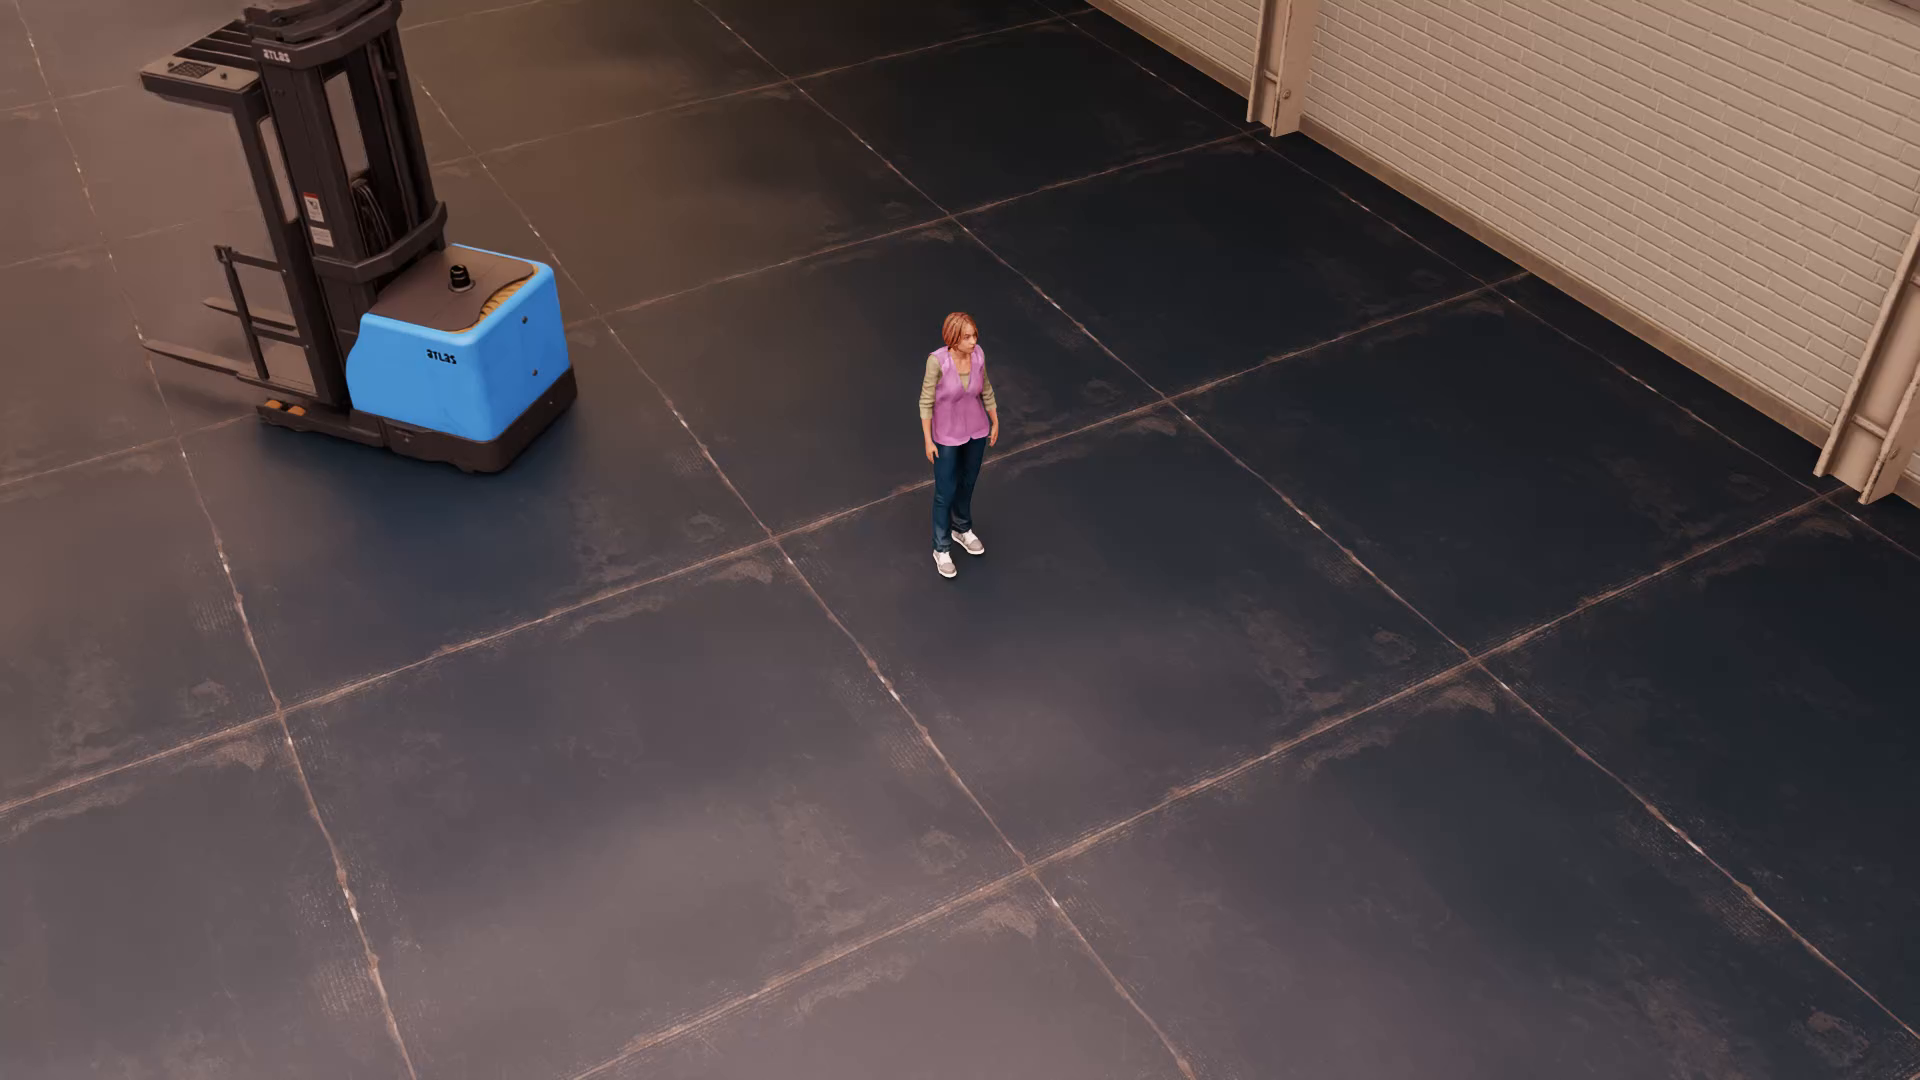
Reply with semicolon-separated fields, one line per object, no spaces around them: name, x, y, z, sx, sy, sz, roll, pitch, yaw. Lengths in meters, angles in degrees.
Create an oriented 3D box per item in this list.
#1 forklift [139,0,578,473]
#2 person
forklift;-4.197;-2.159;10.639;3.031;2.935;1.130;14;42;17
person;0.025;-0.575;9.762;0.520;1.599;0.473;-20;44;-23
